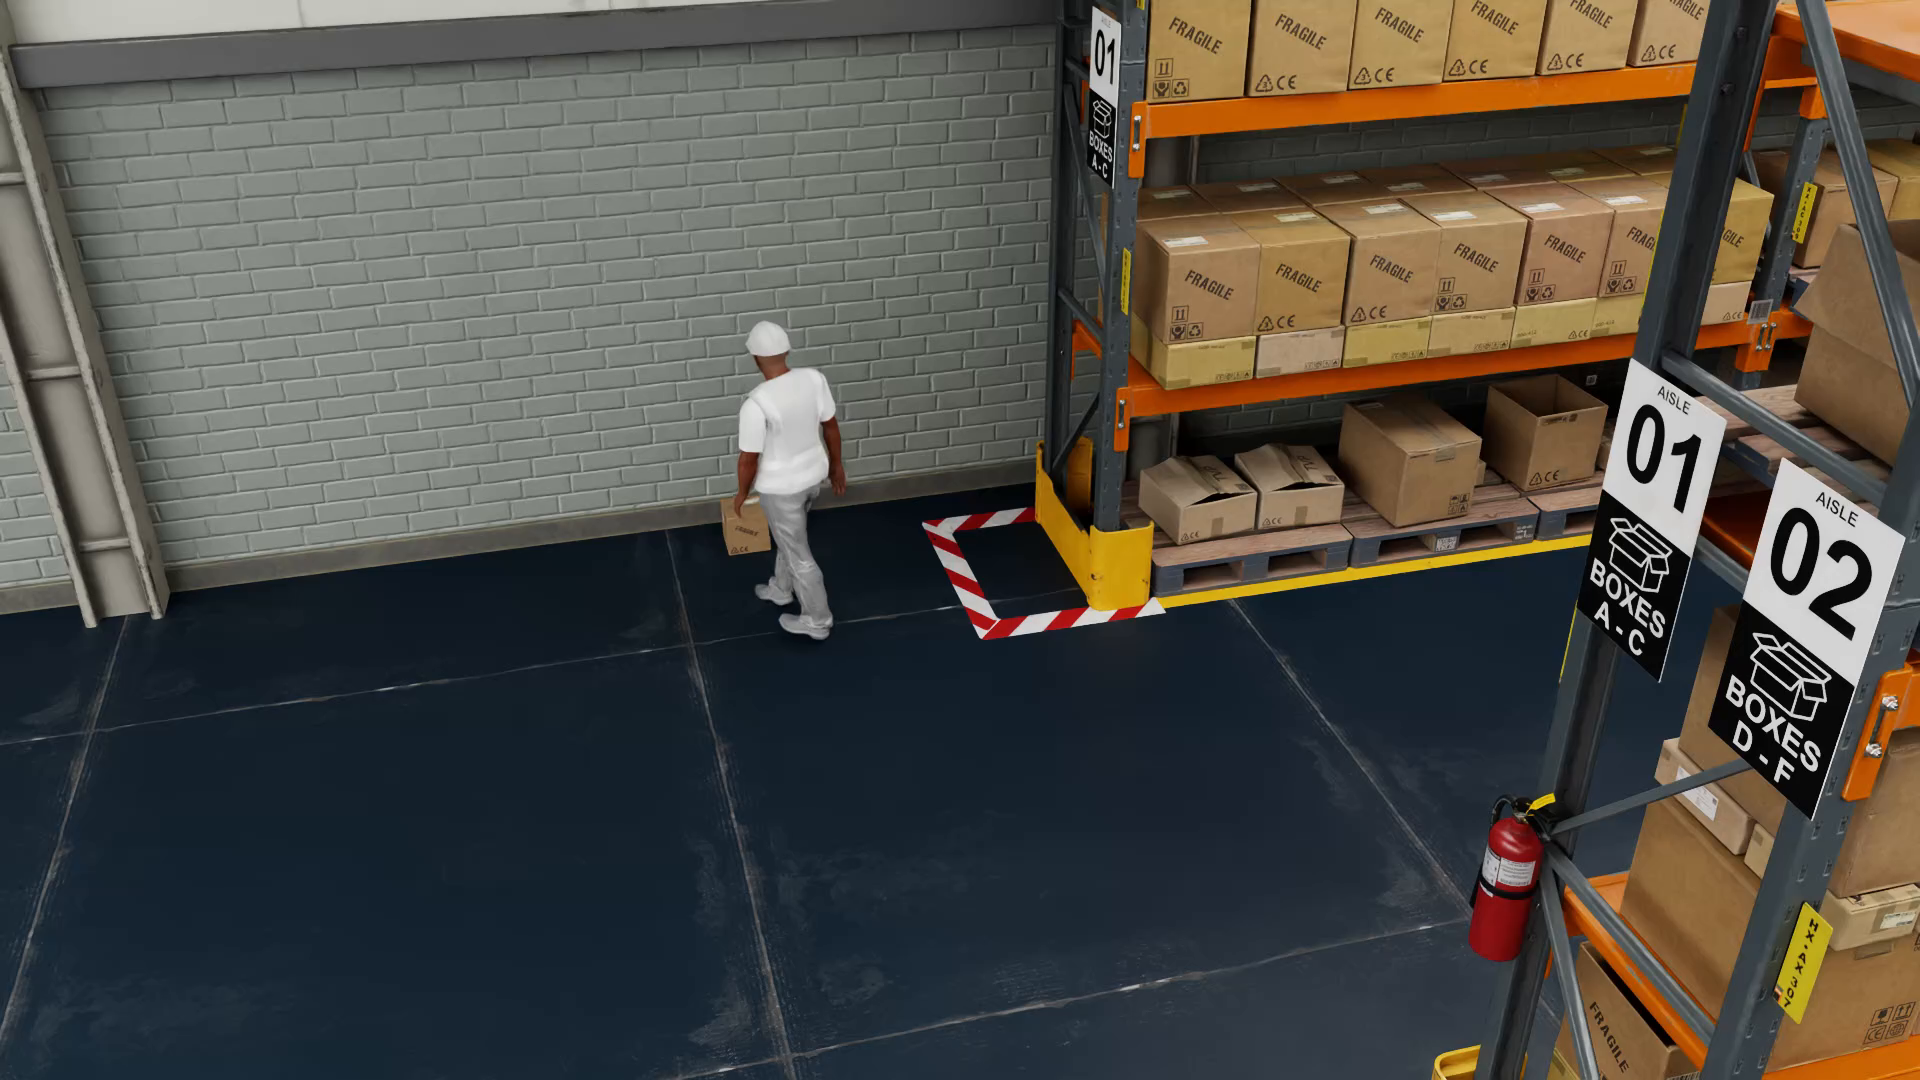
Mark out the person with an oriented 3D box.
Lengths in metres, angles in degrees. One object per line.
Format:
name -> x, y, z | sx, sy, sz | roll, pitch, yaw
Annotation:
person -> -0.958, -0.327, 8.774 | 0.701, 1.778, 0.592 | 19, 35, 30
